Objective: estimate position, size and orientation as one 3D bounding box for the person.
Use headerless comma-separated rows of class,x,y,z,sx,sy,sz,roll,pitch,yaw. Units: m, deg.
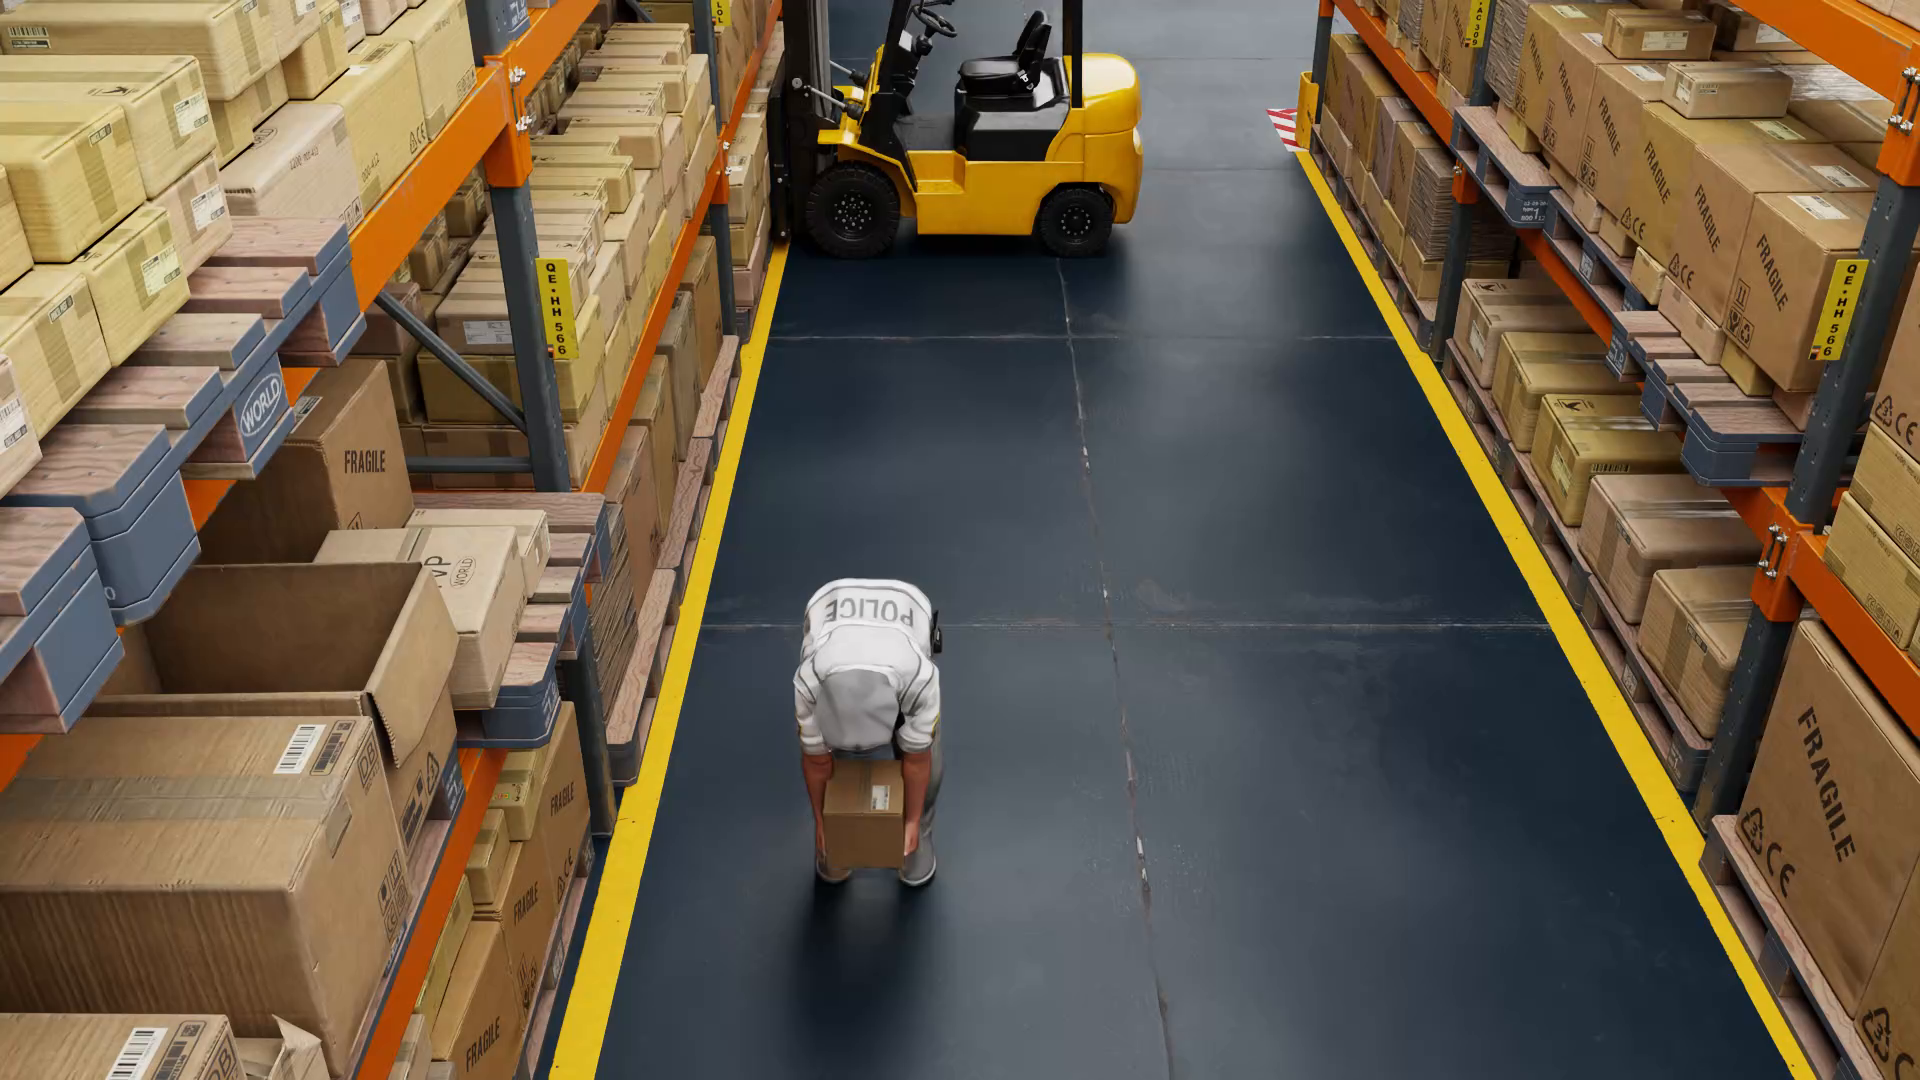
person,-0.306,0.753,5.387,0.425,1.242,0.914,1,31,2
